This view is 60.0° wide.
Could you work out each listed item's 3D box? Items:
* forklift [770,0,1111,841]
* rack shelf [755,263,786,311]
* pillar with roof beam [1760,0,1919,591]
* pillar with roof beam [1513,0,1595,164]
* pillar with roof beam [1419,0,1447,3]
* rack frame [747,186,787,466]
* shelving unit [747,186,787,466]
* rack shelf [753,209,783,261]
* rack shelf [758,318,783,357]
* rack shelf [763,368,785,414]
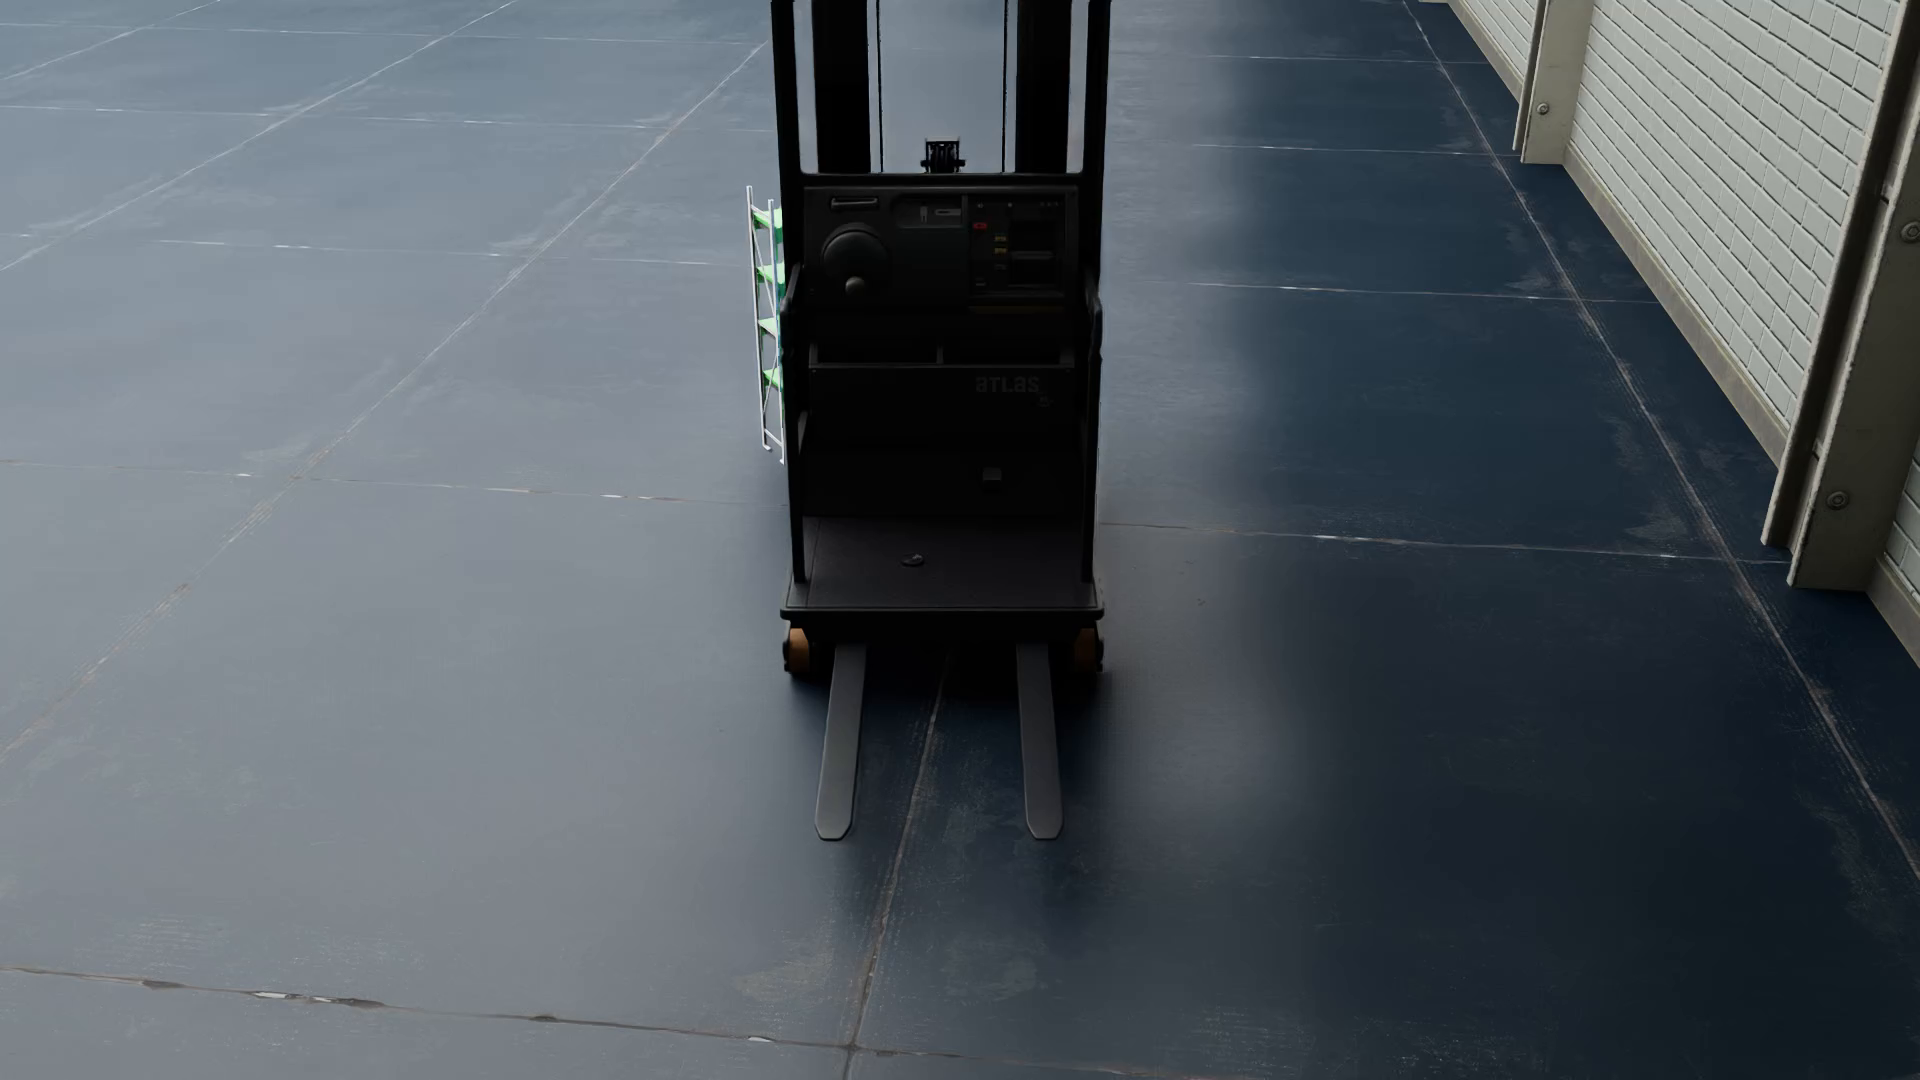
[{"bbox_3d":[-0.061,-0.965,5.451,1.130,2.935,3.031,0,28,0],"label":"forklift"},{"bbox_3d":[-0.617,-1.120,7.193,0.480,0.148,0.258,-15,32,-26],"label":"rack shelf"},{"bbox_3d":[-0.891,-4.115,4.901,9.100,9.000,0.400,3,28,6],"label":"pillar with roof beam"},{"bbox_3d":[-0.156,-6.940,10.143,9.100,9.000,0.400,3,28,6],"label":"pillar with roof beam"},{"bbox_3d":[0.579,-9.764,15.386,9.100,9.000,0.400,3,28,6],"label":"pillar with roof beam"},{"bbox_3d":[-0.828,-0.908,7.170,0.015,1.200,0.240,-15,32,-26],"label":"rack frame"},{"bbox_3d":[-0.617,-0.965,7.277,0.503,1.200,0.258,-15,32,-26],"label":"shelving unit"},{"bbox_3d":[-0.617,-1.332,7.080,0.480,0.148,0.258,-15,32,-26],"label":"rack shelf"},{"bbox_3d":[-0.617,-0.909,7.307,0.480,0.148,0.258,-15,32,-26],"label":"rack shelf"},{"bbox_3d":[-0.617,-0.698,7.421,0.480,0.148,0.258,-15,32,-26],"label":"rack shelf"}]
